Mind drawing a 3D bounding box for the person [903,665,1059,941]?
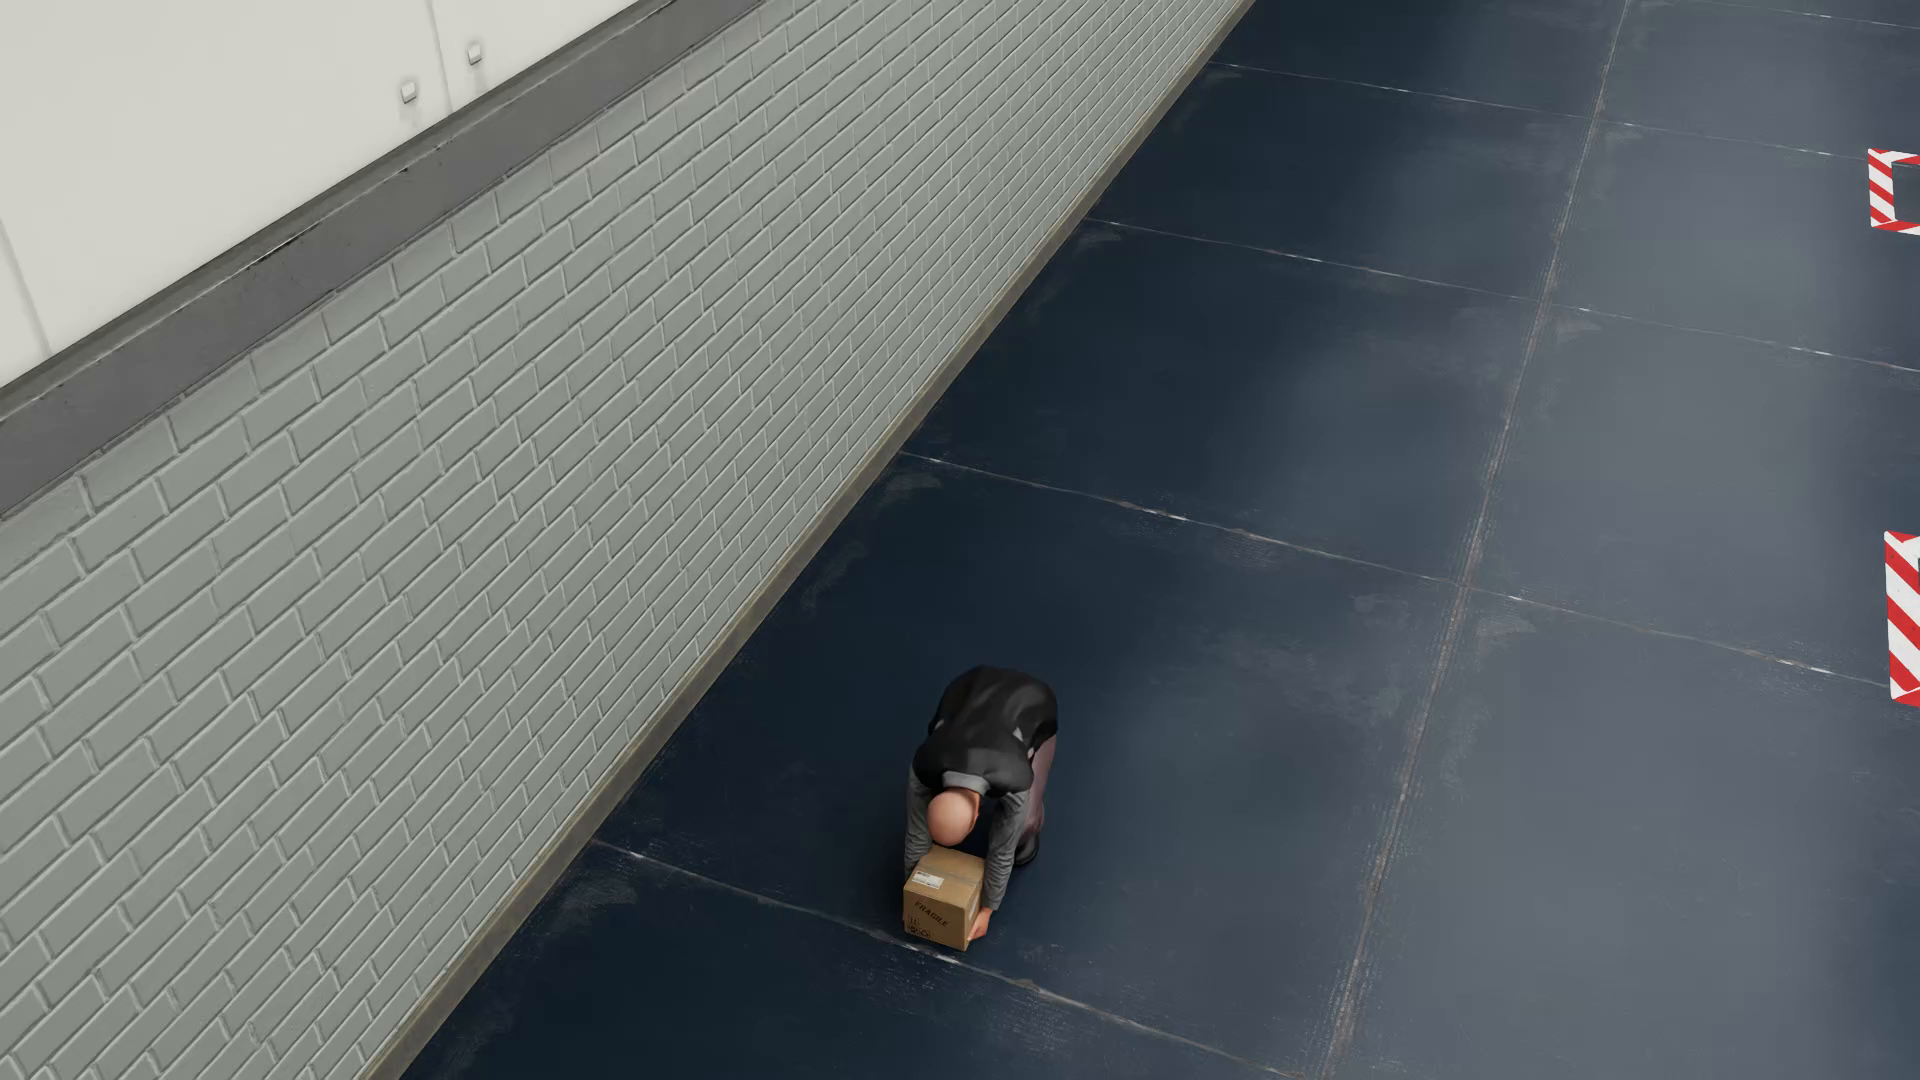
[{"bbox_3d":[0.075,0.967,6.365,0.505,0.794,0.943,14,39,17],"label":"person"}]
